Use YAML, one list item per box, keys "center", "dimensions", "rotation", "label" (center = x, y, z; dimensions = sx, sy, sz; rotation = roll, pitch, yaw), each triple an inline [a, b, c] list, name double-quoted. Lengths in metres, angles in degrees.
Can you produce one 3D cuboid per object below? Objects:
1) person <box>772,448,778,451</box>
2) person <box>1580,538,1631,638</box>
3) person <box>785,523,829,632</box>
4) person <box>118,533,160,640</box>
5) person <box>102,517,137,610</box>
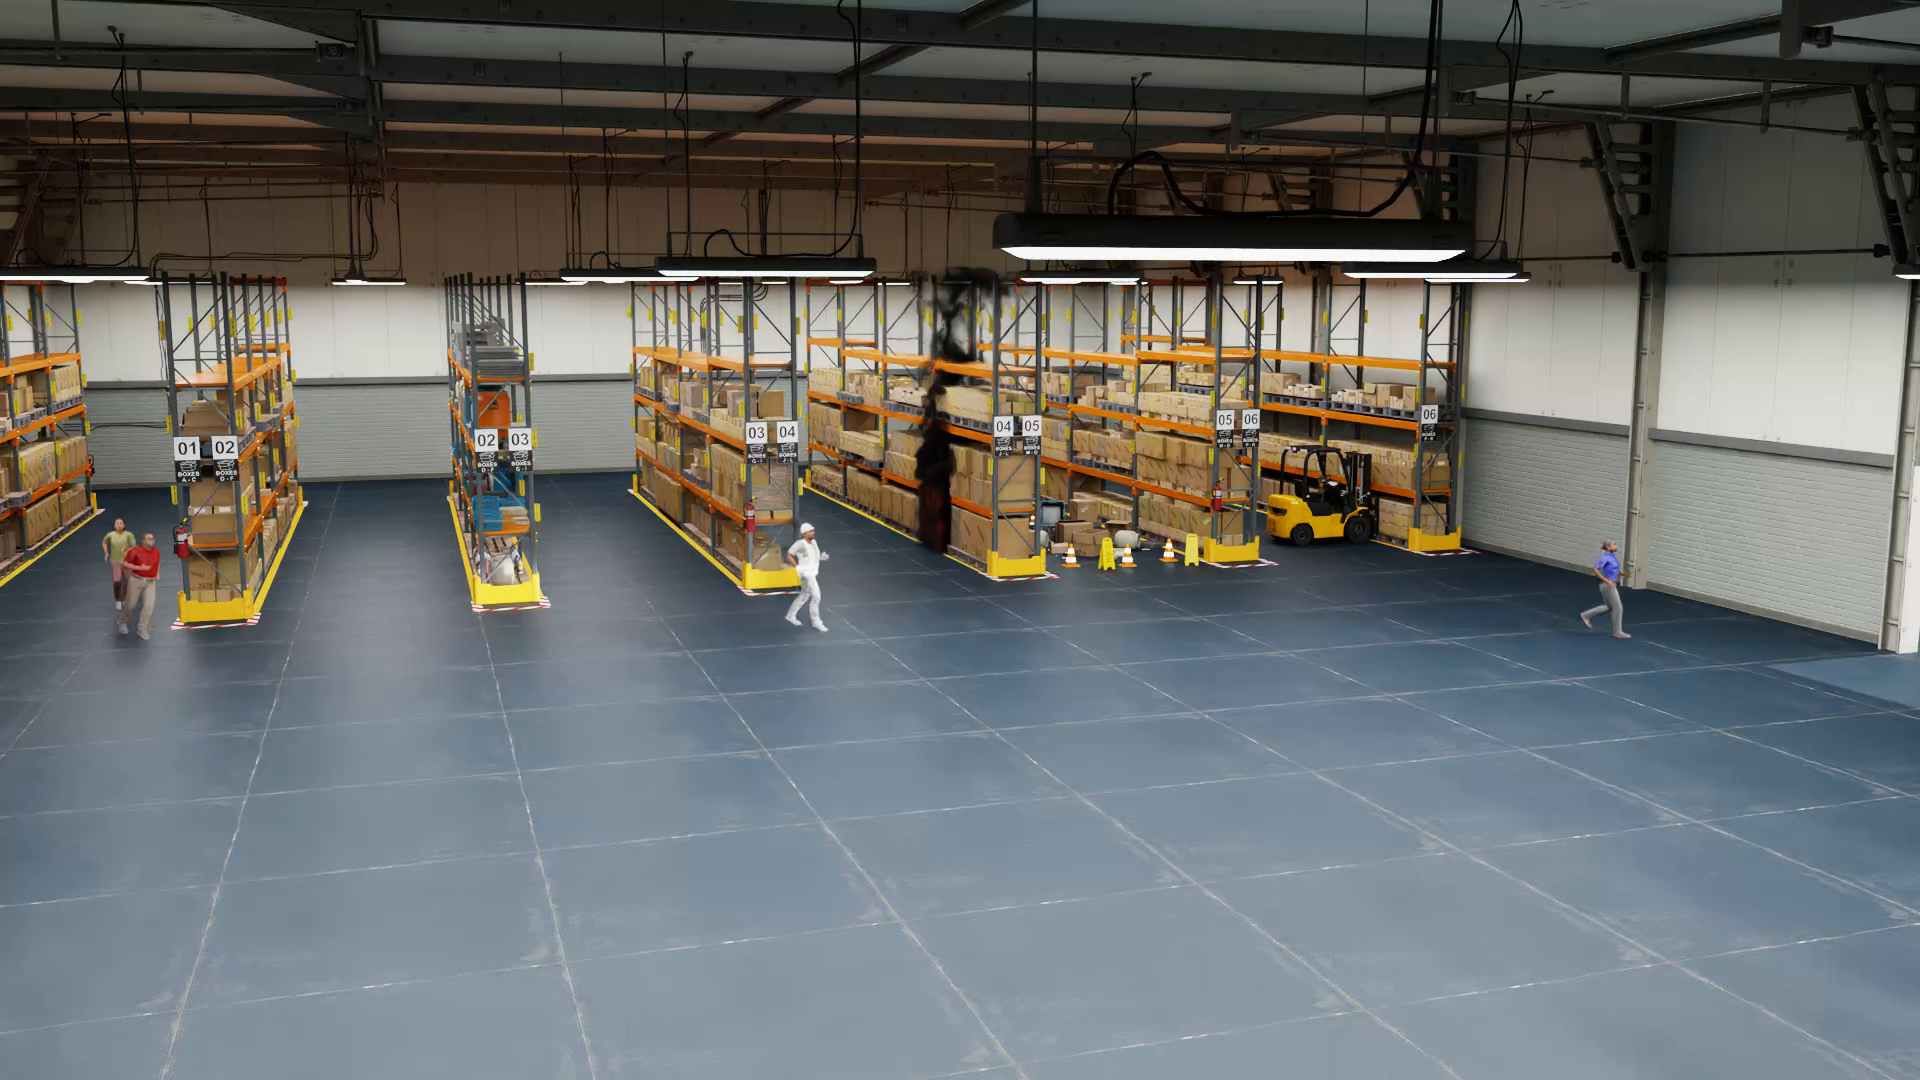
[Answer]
- center: [-5.538, -2.468, 48.625]
  dimensions: [0.718, 1.728, 0.682]
  rotation: [5, 10, 30]
  label: "person"
- center: [10.669, 0.777, 27.527]
  dimensions: [0.776, 1.623, 0.588]
  rotation: [6, 10, 34]
  label: "person"
- center: [-2.581, 0.612, 27.995]
  dimensions: [0.824, 1.820, 0.662]
  rotation: [2, 9, 13]
  label: "person"
- center: [-13.533, 0.738, 27.601]
  dimensions: [0.927, 1.716, 0.683]
  rotation: [8, 12, 41]
  label: "person"
- center: [-15.023, 0.416, 29.784]
  dimensions: [0.549, 1.659, 0.656]
  rotation: [-5, 10, -28]
  label: "person"
